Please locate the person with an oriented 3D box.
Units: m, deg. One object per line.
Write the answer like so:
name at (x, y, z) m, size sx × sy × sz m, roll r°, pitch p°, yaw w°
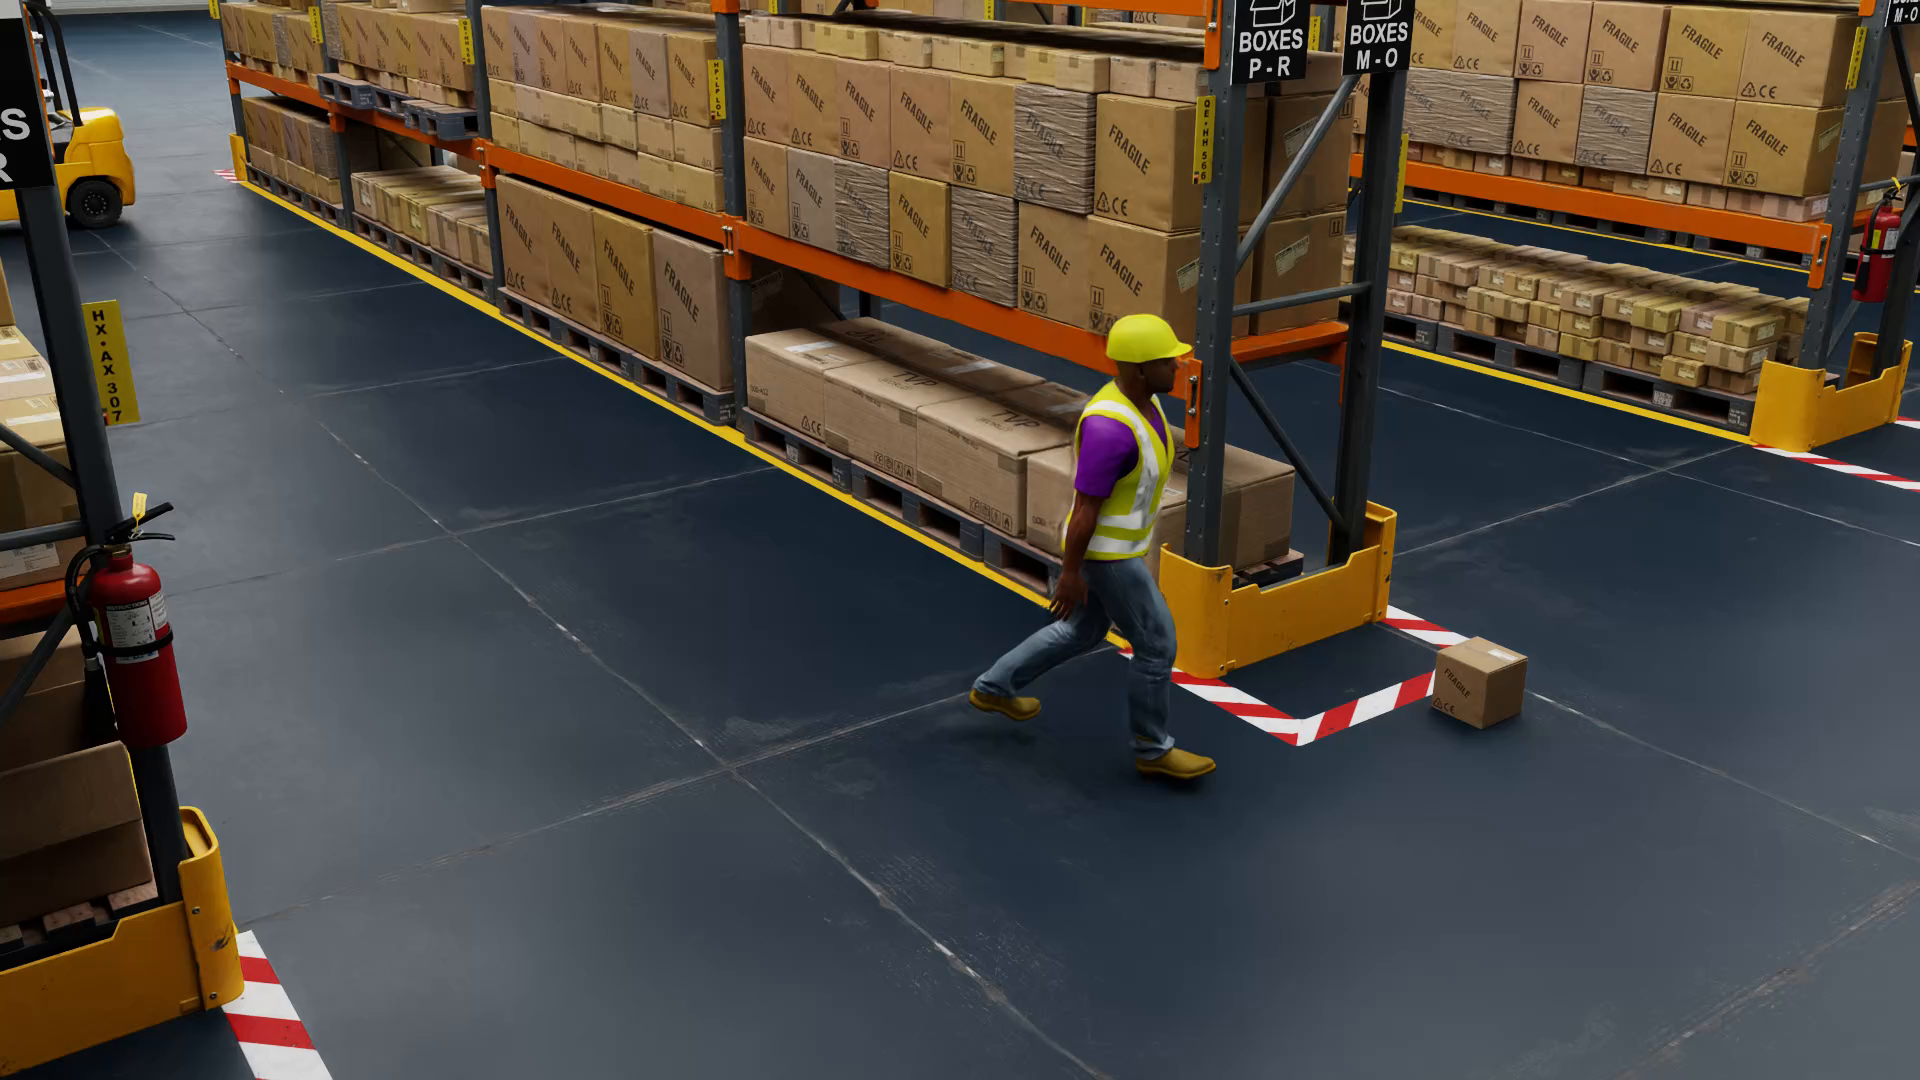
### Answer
person at (0.500, 0.012, 6.051) m, size 0.967 × 1.723 × 0.621 m, roll 5°, pitch 22°, yaw 12°
